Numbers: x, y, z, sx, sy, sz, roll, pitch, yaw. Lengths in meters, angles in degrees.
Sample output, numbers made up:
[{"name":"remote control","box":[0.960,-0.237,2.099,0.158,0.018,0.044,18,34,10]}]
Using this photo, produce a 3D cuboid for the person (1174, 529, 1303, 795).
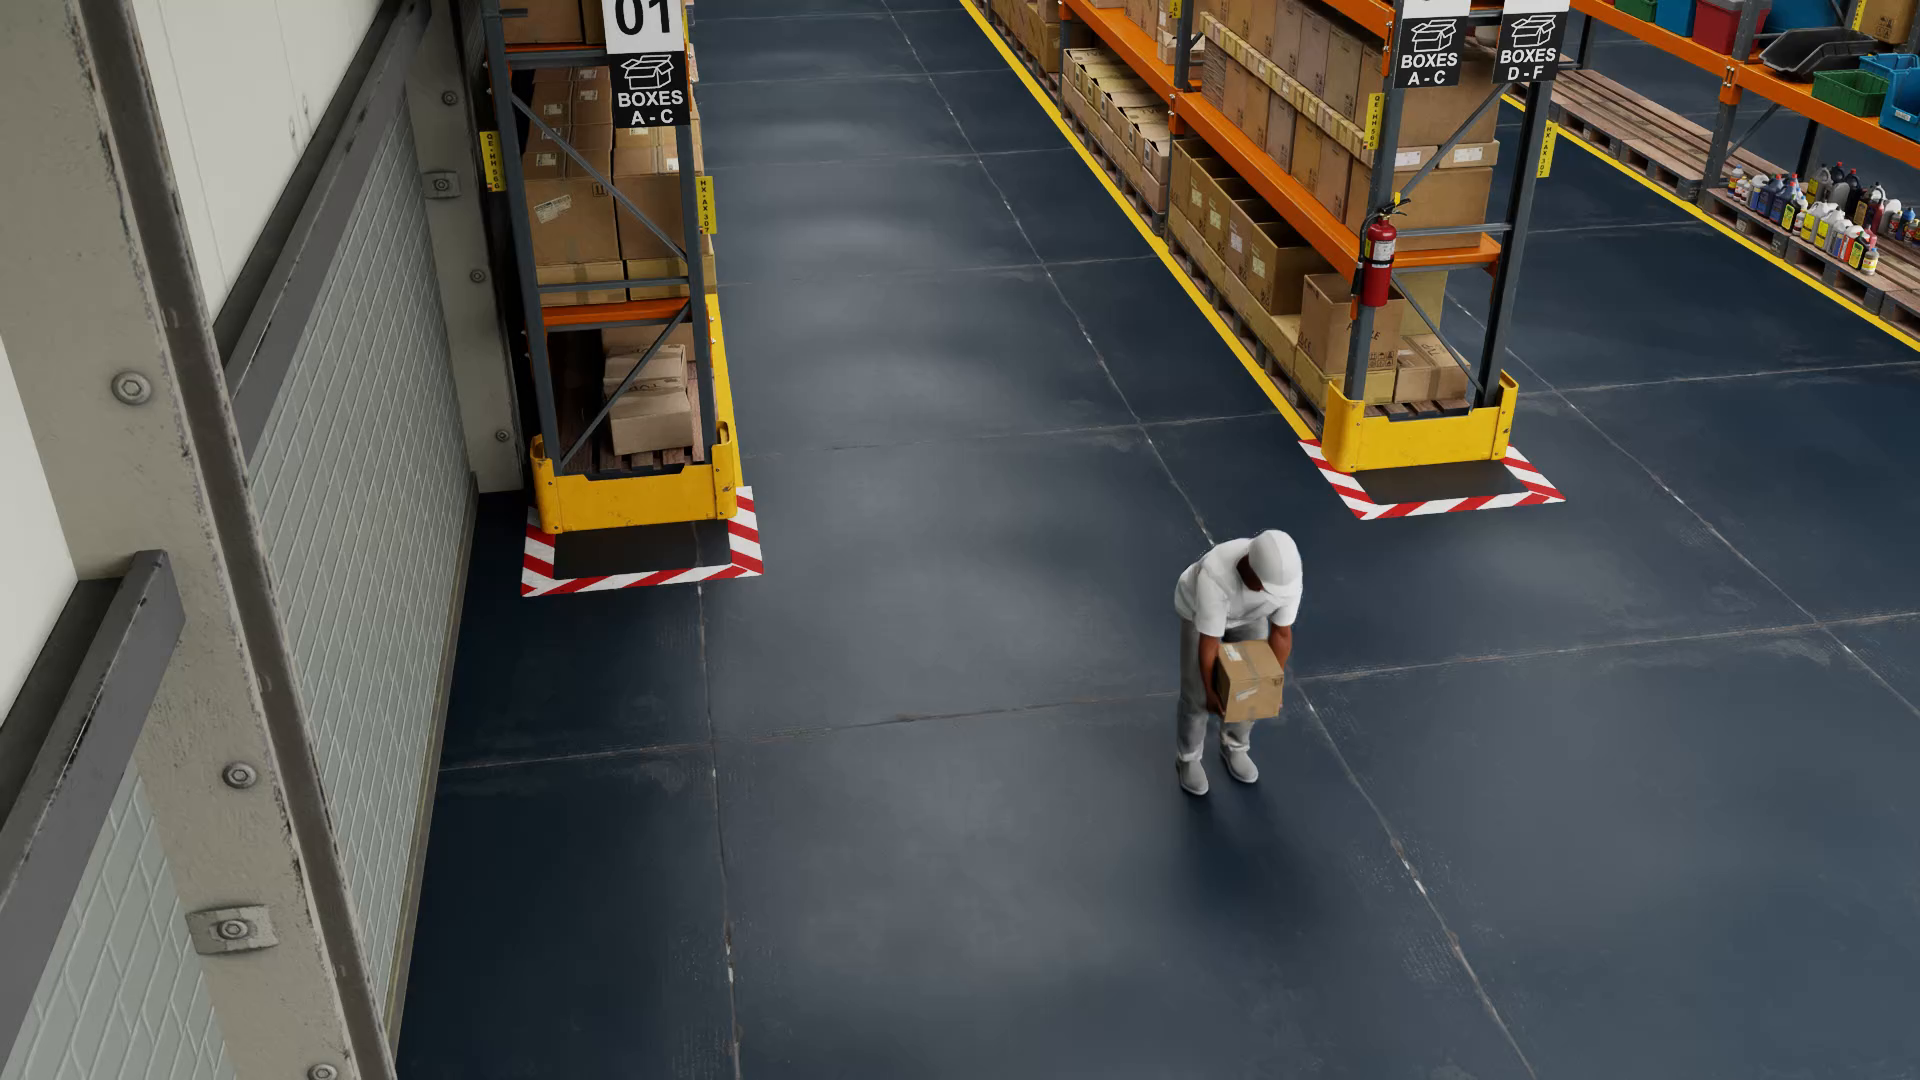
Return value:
[{"name":"person","box":[1.251,0.508,7.458,0.477,1.554,0.799,-6,31,-10]}]
